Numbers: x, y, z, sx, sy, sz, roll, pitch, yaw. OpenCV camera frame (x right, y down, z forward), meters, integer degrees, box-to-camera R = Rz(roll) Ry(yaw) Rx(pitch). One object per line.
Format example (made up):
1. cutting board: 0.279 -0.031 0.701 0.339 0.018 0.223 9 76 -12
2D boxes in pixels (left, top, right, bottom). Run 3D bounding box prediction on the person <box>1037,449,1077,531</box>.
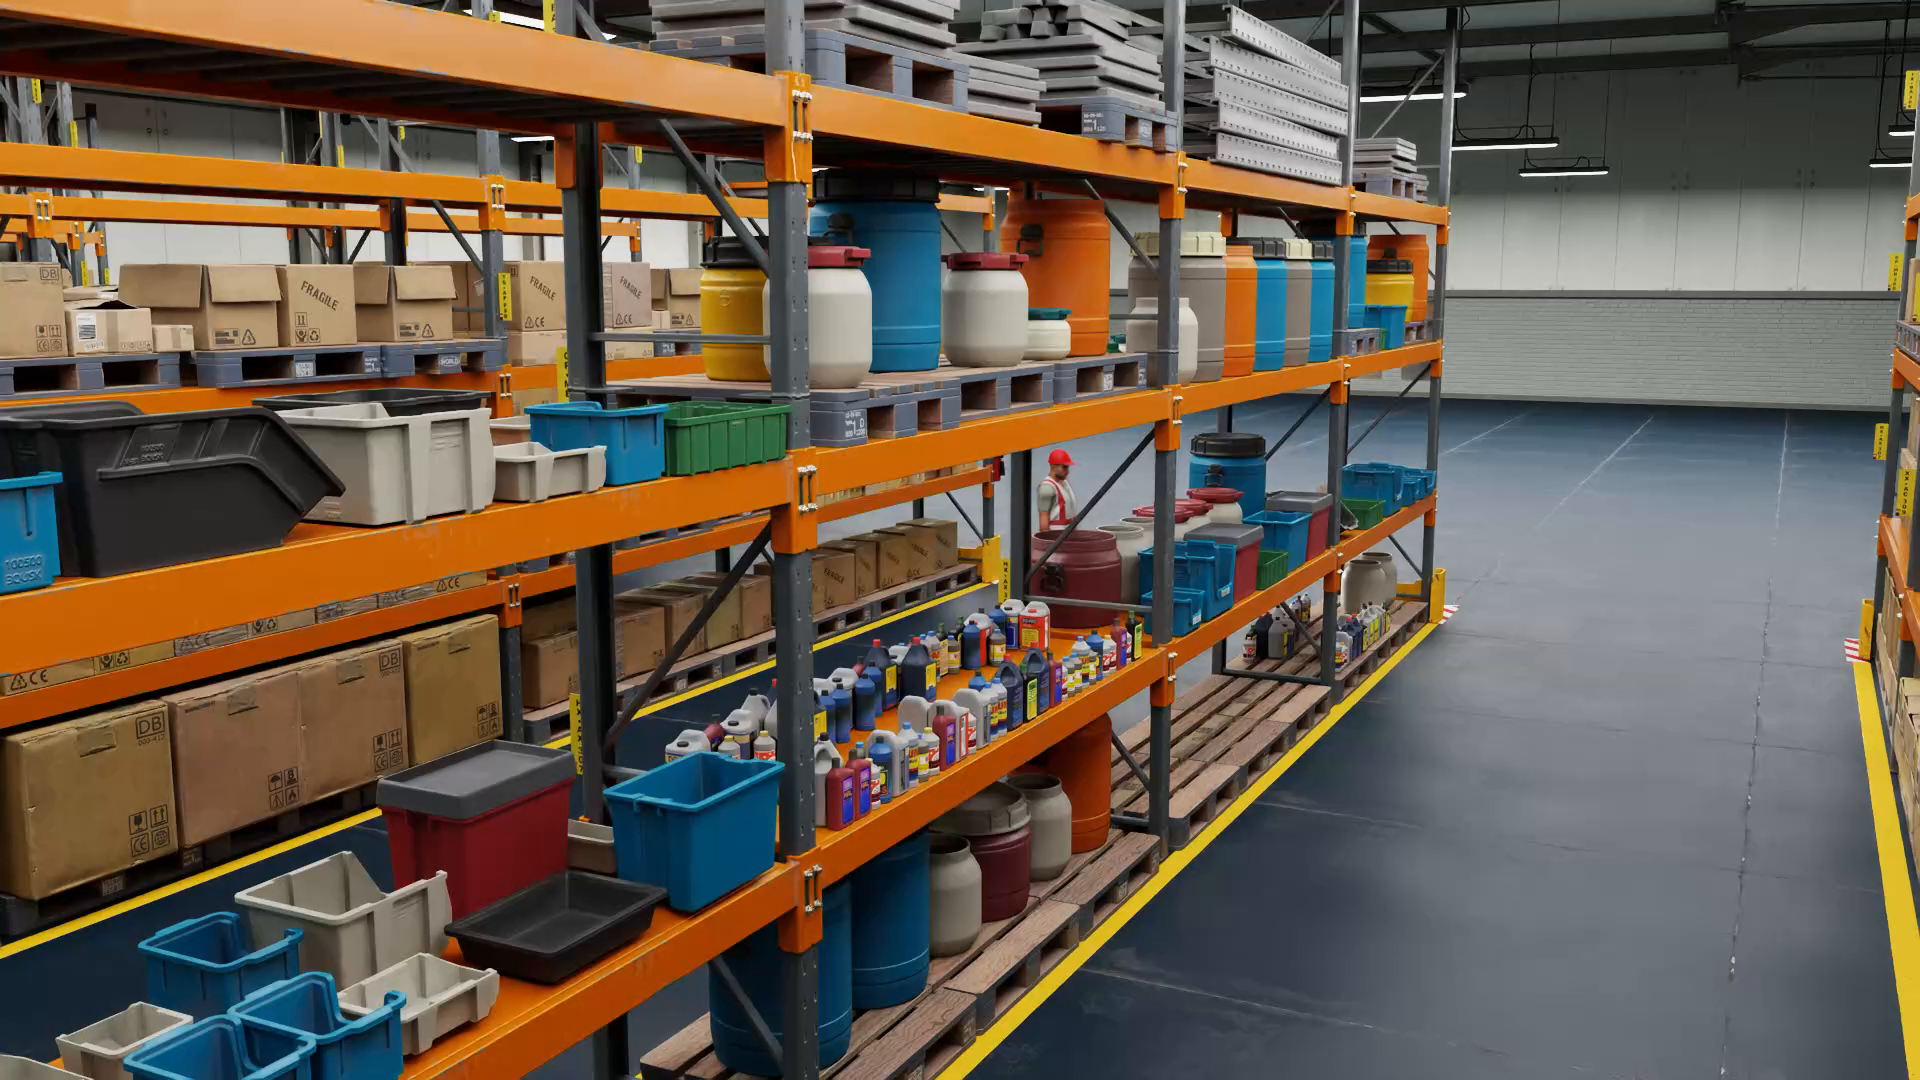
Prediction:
1. person: 0.994 0.009 16.176 0.601 1.791 0.576 5 10 27
